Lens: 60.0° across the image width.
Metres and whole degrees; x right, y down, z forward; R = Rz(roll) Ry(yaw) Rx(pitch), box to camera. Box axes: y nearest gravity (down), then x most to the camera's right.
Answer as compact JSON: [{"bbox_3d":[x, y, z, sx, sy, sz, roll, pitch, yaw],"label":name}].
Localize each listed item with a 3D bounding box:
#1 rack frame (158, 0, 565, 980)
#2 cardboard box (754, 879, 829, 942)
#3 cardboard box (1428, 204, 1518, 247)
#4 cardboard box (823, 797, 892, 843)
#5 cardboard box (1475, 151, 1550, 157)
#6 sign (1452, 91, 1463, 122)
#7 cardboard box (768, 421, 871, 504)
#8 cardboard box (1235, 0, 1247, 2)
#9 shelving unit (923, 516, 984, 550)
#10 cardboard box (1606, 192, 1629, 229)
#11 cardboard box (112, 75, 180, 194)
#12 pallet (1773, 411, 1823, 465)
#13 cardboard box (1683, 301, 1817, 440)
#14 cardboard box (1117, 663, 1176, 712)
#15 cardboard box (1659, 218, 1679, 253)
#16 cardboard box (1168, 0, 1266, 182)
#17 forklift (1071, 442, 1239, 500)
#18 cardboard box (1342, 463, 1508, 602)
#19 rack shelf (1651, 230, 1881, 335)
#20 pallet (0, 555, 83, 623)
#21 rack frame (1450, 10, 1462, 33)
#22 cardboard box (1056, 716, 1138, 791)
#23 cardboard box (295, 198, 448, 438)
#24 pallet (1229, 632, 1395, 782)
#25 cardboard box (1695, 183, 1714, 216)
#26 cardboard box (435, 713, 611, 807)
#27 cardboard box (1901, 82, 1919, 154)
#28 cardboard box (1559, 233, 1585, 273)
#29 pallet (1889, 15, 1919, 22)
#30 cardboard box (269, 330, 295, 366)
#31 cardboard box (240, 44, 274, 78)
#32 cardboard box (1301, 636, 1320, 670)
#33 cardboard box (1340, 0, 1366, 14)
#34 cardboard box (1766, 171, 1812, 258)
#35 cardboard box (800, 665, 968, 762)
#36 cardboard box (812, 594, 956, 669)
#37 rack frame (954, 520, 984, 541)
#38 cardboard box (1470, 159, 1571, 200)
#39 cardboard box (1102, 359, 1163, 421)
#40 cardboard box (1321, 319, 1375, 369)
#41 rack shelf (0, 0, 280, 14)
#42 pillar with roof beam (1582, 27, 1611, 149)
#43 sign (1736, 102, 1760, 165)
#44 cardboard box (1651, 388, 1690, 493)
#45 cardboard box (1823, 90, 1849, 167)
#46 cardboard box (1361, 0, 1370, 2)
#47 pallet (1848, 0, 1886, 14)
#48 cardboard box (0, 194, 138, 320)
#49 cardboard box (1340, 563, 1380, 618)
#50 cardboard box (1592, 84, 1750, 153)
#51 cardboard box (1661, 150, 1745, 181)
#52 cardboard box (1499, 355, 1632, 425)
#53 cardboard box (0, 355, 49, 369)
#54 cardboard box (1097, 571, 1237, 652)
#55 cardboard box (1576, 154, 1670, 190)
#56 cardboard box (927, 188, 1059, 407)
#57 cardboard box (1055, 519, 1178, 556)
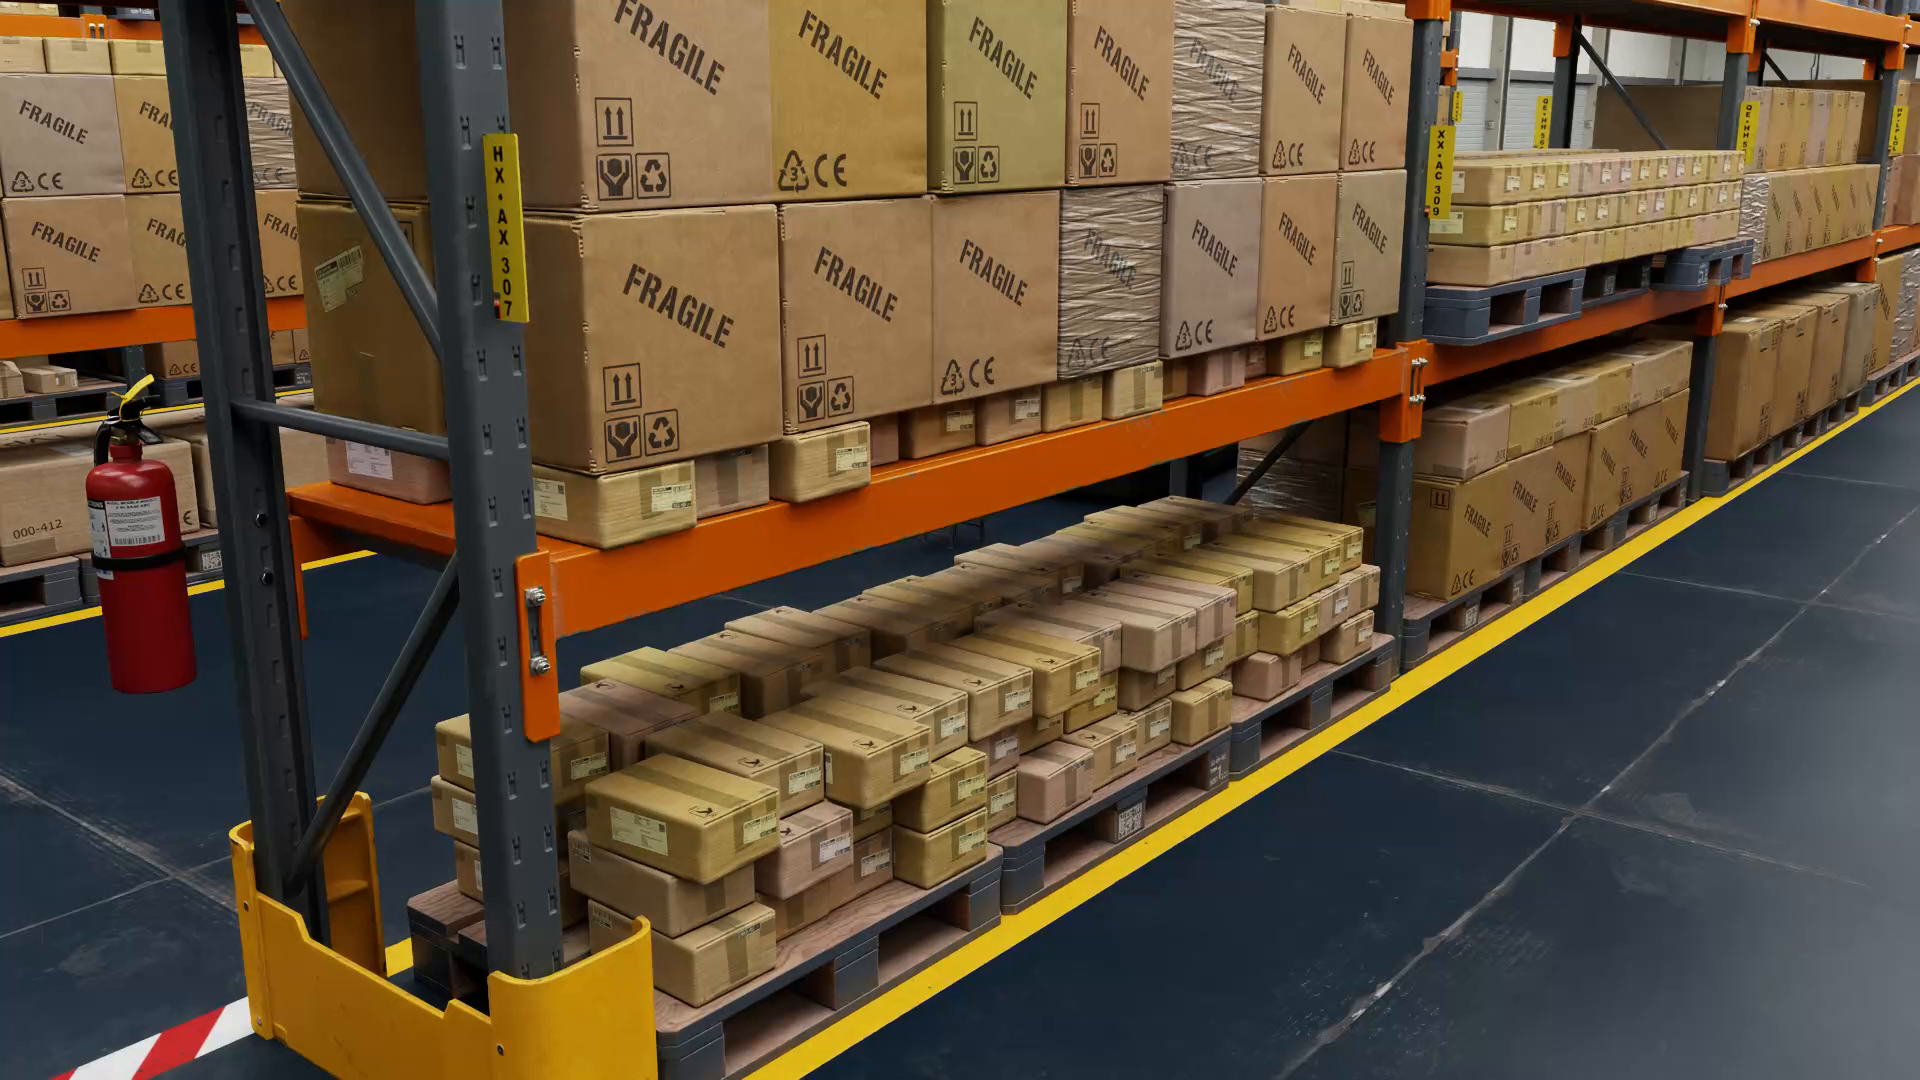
[{"bbox_3d":[-1.225,-0.213,3.371,1.000,3.000,0.127,11,18,38],"label":"rack frame"},{"bbox_3d":[-0.546,0.851,4.117,0.380,0.149,0.250,11,18,37],"label":"cardboard box"},{"bbox_3d":[1.894,-1.210,6.346,0.380,0.149,0.250,12,18,38],"label":"cardboard box"},{"bbox_3d":[-0.395,0.656,4.283,0.380,0.149,0.250,12,18,38],"label":"cardboard box"},{"bbox_3d":[2.702,-1.856,8.287,0.380,0.149,0.250,12,19,40],"label":"cardboard box"},{"bbox_3d":[5.336,-4.649,17.837,0.100,0.325,0.005,11,18,38],"label":"sign"},{"bbox_3d":[-0.428,-0.201,3.834,0.380,0.149,0.250,11,18,36],"label":"cardboard box"},{"bbox_3d":[2.149,-4.709,14.425,0.500,0.250,0.500,11,18,36],"label":"cardboard box"},{"bbox_3d":[-0.034,-0.499,8.453,0.215,1.050,0.252,11,18,38],"label":"shelving unit"},{"bbox_3d":[2.715,-1.462,7.338,0.380,0.149,0.250,11,18,37],"label":"cardboard box"},{"bbox_3d":[-3.666,-1.836,7.526,0.500,0.500,0.500,11,18,38],"label":"cardboard box"},{"bbox_3d":[5.124,-0.766,11.209,1.003,0.211,1.213,11,18,38],"label":"pallet"},{"bbox_3d":[4.802,-1.129,10.692,1.050,0.750,0.750,12,18,38],"label":"cardboard box"},{"bbox_3d":[0.460,0.405,5.271,0.380,0.149,0.250,10,17,35],"label":"cardboard box"},{"bbox_3d":[3.204,-1.466,7.959,0.380,0.149,0.250,10,18,35],"label":"cardboard box"},{"bbox_3d":[0.550,-1.329,4.925,0.500,0.500,0.500,12,18,39],"label":"cardboard box"},{"bbox_3d":[1.308,-1.964,10.400,1.130,2.935,3.031,8,16,30],"label":"forklift"},{"bbox_3d":[1.959,-0.072,7.038,0.500,0.500,0.500,12,19,40],"label":"cardboard box"},{"bbox_3d":[5.060,-1.780,10.998,1.077,0.370,4.000,11,18,38],"label":"rack shelf"},{"bbox_3d":[-4.697,0.226,7.304,1.003,0.211,1.213,11,18,38],"label":"pallet"},{"bbox_3d":[4.917,-6.932,17.633,1.000,3.000,0.127,11,18,38],"label":"rack frame"},{"bbox_3d":[0.315,0.616,5.044,0.380,0.149,0.250,11,18,38],"label":"cardboard box"},{"bbox_3d":[-1.143,-0.532,3.817,0.500,0.500,0.500,12,18,39],"label":"cardboard box"},{"bbox_3d":[0.894,0.506,6.202,1.003,0.211,1.213,11,18,38],"label":"pallet"},{"bbox_3d":[3.517,-1.704,8.292,0.380,0.149,0.250,12,18,39],"label":"cardboard box"},{"bbox_3d":[-1.090,0.536,4.150,0.380,0.149,0.250,12,18,38],"label":"cardboard box"},{"bbox_3d":[7.277,-3.378,13.332,0.875,0.550,0.550,11,18,38],"label":"cardboard box"},{"bbox_3d":[2.383,-1.215,6.970,0.380,0.149,0.250,11,18,38],"label":"cardboard box"},{"bbox_3d":[7.606,-4.310,13.585,1.003,0.211,1.213,11,18,38],"label":"pallet"},{"bbox_3d":[-5.682,-1.647,13.237,0.500,0.500,0.500,11,18,37],"label":"cardboard box"},{"bbox_3d":[-3.424,-2.230,7.759,0.380,0.149,0.250,11,18,36],"label":"cardboard box"},{"bbox_3d":[1.079,0.363,6.038,0.380,0.149,0.250,12,18,39],"label":"cardboard box"},{"bbox_3d":[3.535,-5.020,15.898,0.500,0.250,0.500,11,18,38],"label":"cardboard box"},{"bbox_3d":[4.930,-2.032,10.328,0.500,0.500,0.500,11,18,37],"label":"cardboard box"},{"bbox_3d":[-0.203,0.469,4.415,0.380,0.149,0.250,10,17,35],"label":"cardboard box"},{"bbox_3d":[-0.234,0.294,5.102,0.380,0.149,0.250,11,18,36],"label":"cardboard box"},{"bbox_3d":[0.043,-0.522,8.545,0.200,1.050,0.008,11,18,38],"label":"rack frame"},{"bbox_3d":[2.228,-1.457,6.715,0.380,0.149,0.250,11,18,38],"label":"cardboard box"},{"bbox_3d":[0.365,-0.456,4.837,0.380,0.149,0.250,12,18,39],"label":"cardboard box"},{"bbox_3d":[1.214,-0.701,5.799,0.380,0.149,0.250,11,18,36],"label":"cardboard box"},{"bbox_3d":[-3.882,-2.448,7.537,1.077,0.370,4.000,11,18,38],"label":"rack shelf"},{"bbox_3d":[18.348,-11.635,36.148,9.100,9.000,0.400,11,18,38],"label":"pillar with roof beam"},{"bbox_3d":[4.231,-2.186,8.945,0.100,0.325,0.005,11,18,38],"label":"sign"},{"bbox_3d":[3.593,-0.571,9.002,0.500,0.500,0.500,11,18,37],"label":"cardboard box"},{"bbox_3d":[5.688,-2.850,11.515,0.700,0.500,0.500,11,18,37],"label":"cardboard box"},{"bbox_3d":[3.768,-5.297,16.181,0.380,0.149,0.250,12,18,39],"label":"cardboard box"},{"bbox_3d":[5.779,-3.689,11.350,0.805,0.209,1.217,10,18,35],"label":"pallet"},{"bbox_3d":[-3.984,-1.252,7.256,0.500,0.500,0.500,11,18,37],"label":"cardboard box"},{"bbox_3d":[1.338,0.164,6.218,0.380,0.149,0.250,12,18,39],"label":"cardboard box"},{"bbox_3d":[4.093,-2.363,9.599,0.700,0.500,0.500,11,18,37],"label":"cardboard box"},{"bbox_3d":[3.851,-1.951,8.659,0.380,0.149,0.250,10,18,35],"label":"cardboard box"},{"bbox_3d":[2.936,-0.736,8.129,0.500,0.250,0.500,12,18,39],"label":"cardboard box"},{"bbox_3d":[-7.087,-1.304,12.272,0.500,0.311,0.500,12,19,39],"label":"cardboard box"},{"bbox_3d":[0.665,0.226,5.368,0.380,0.149,0.250,10,17,35],"label":"cardboard box"},{"bbox_3d":[3.037,-1.704,7.686,0.380,0.149,0.250,12,19,40],"label":"cardboard box"},{"bbox_3d":[-0.094,-0.648,4.273,0.500,0.500,0.500,12,18,38],"label":"cardboard box"},{"bbox_3d":[0.571,0.044,6.087,0.380,0.149,0.250,11,18,37],"label":"cardboard box"}]
